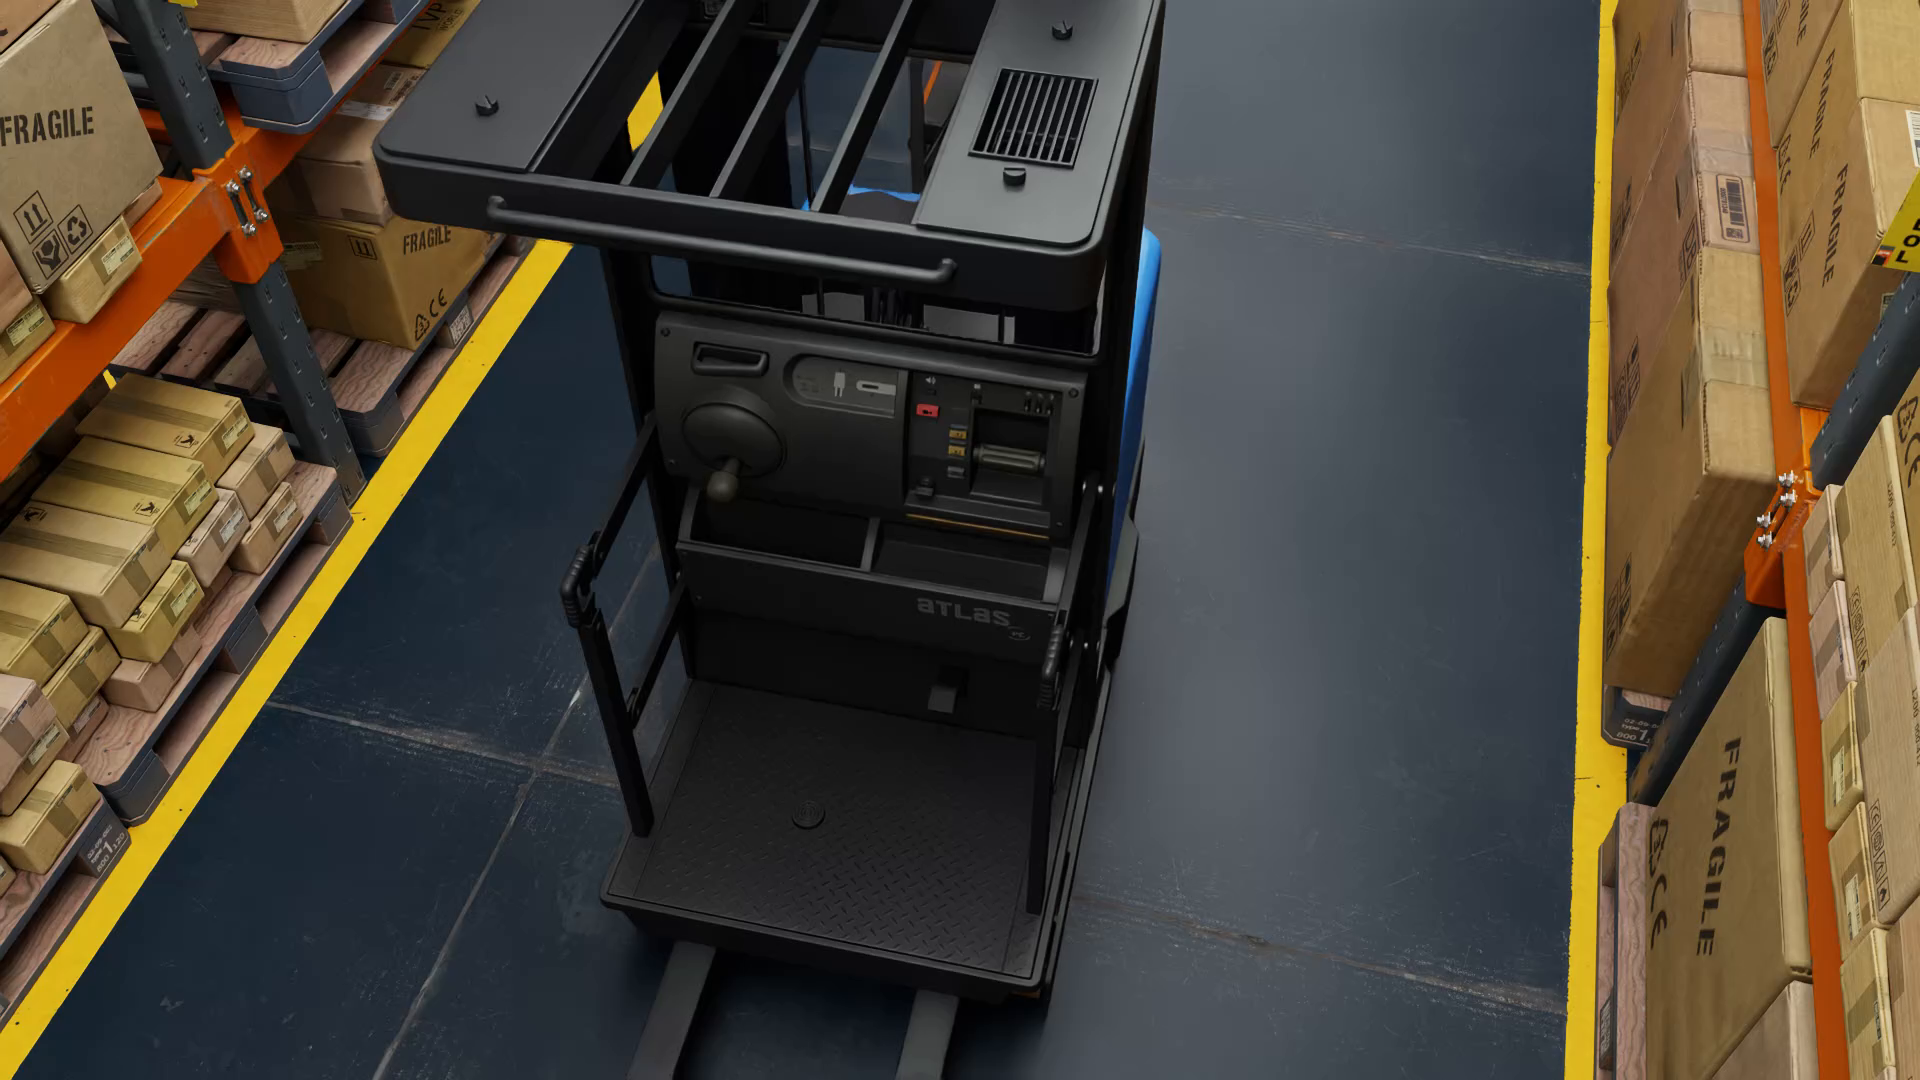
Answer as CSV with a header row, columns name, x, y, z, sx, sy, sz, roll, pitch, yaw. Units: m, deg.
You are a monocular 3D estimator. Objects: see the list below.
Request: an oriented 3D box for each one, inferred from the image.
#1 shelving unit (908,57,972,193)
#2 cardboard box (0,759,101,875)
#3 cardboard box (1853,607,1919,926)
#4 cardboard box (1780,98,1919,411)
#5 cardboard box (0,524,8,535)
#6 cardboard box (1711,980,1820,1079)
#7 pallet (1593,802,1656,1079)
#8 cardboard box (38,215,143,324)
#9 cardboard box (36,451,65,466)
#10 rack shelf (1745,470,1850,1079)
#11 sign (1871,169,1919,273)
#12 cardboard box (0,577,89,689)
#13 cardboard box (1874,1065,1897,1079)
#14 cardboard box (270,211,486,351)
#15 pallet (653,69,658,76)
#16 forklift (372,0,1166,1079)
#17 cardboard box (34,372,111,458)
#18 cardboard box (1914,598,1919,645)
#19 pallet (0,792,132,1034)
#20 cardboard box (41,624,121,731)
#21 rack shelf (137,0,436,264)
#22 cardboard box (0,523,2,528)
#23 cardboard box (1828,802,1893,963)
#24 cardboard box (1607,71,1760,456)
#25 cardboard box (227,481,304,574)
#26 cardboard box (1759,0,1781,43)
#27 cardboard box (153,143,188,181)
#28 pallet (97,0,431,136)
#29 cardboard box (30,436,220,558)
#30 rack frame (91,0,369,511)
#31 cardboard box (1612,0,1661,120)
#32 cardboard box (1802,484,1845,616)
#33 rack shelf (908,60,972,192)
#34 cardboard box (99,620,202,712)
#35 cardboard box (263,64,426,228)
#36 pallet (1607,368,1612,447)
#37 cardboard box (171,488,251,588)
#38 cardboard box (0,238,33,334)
name,x,y,z,sx,sy,sz,roll,pitch,yaw
shelving unit,0.116,-1.161,4.875,0.431,2.100,0.503,9,49,8
cardboard box,-2.469,0.677,4.273,0.380,0.149,0.250,11,50,10
cardboard box,1.824,0.423,2.778,0.500,0.250,0.500,11,50,10
cardboard box,2.196,-0.600,3.712,0.500,0.500,0.500,12,50,10
cardboard box,-2.836,0.062,4.617,0.380,0.149,0.250,11,50,10
cardboard box,1.848,1.502,3.061,0.875,0.875,0.875,12,50,10
pallet,2.061,1.282,3.978,1.003,0.211,1.213,12,50,10
cardboard box,-2.234,-0.683,4.020,0.380,0.149,0.250,10,49,9
cardboard box,-2.826,-0.322,4.956,0.380,0.149,0.250,14,50,12
rack shelf,1.810,1.510,2.397,1.077,0.370,4.000,12,50,10
sign,1.810,-0.632,3.088,0.100,0.325,0.005,12,50,10
cardboard box,-2.496,0.236,4.266,0.380,0.149,0.250,13,50,11
cardboard box,1.597,0.994,2.540,0.380,0.149,0.250,12,50,10
cardboard box,-1.972,-1.021,5.537,0.500,0.500,0.500,13,50,11
pallet,-1.900,-1.753,6.656,1.003,0.211,1.213,12,50,10
forklift,-0.246,-0.109,3.433,1.129,2.867,3.031,9,49,8
cardboard box,-2.713,-0.411,4.837,0.380,0.149,0.250,13,50,12
cardboard box,1.826,0.179,2.493,0.500,0.500,0.500,12,50,10
pallet,-2.884,1.074,4.161,1.003,0.211,1.213,12,50,10
cardboard box,-2.472,0.327,4.384,0.380,0.149,0.250,12,50,10
rack shelf,-1.896,-2.435,5.879,1.077,0.370,4.000,12,50,10
cardboard box,-2.862,-0.031,4.501,0.380,0.149,0.250,11,49,10
cardboard box,1.732,0.628,2.863,0.380,0.149,0.250,10,49,9
cardboard box,2.720,-0.724,5.026,1.225,0.875,0.875,10,49,9
cardboard box,-2.197,-0.072,4.934,0.380,0.149,0.250,12,50,11
cardboard box,2.600,-1.698,4.681,0.500,0.500,0.500,12,50,10
cardboard box,-2.470,-1.376,5.350,0.500,0.250,0.500,10,49,9
pallet,-2.081,-1.688,4.867,1.003,0.211,1.213,12,50,10
cardboard box,-2.294,-0.118,4.578,0.380,0.149,0.250,12,50,11
rack frame,-2.422,-1.227,4.332,1.000,3.000,0.127,12,50,10
cardboard box,3.187,-2.009,6.160,1.225,0.875,0.875,9,49,8
cardboard box,1.937,0.056,3.367,0.380,0.149,0.250,12,50,10
rack shelf,0.116,-1.152,4.885,0.431,0.518,0.480,9,49,8
cardboard box,-2.353,0.304,4.603,0.380,0.149,0.250,10,49,9
cardboard box,-1.973,-1.269,5.256,0.500,0.250,0.500,10,49,8
pallet,2.786,-0.711,5.736,1.003,0.211,1.213,12,50,10
cardboard box,-2.258,-0.032,4.701,0.380,0.149,0.250,9,49,8
cardboard box,-2.415,-0.577,3.494,0.500,0.500,0.500,10,49,9
